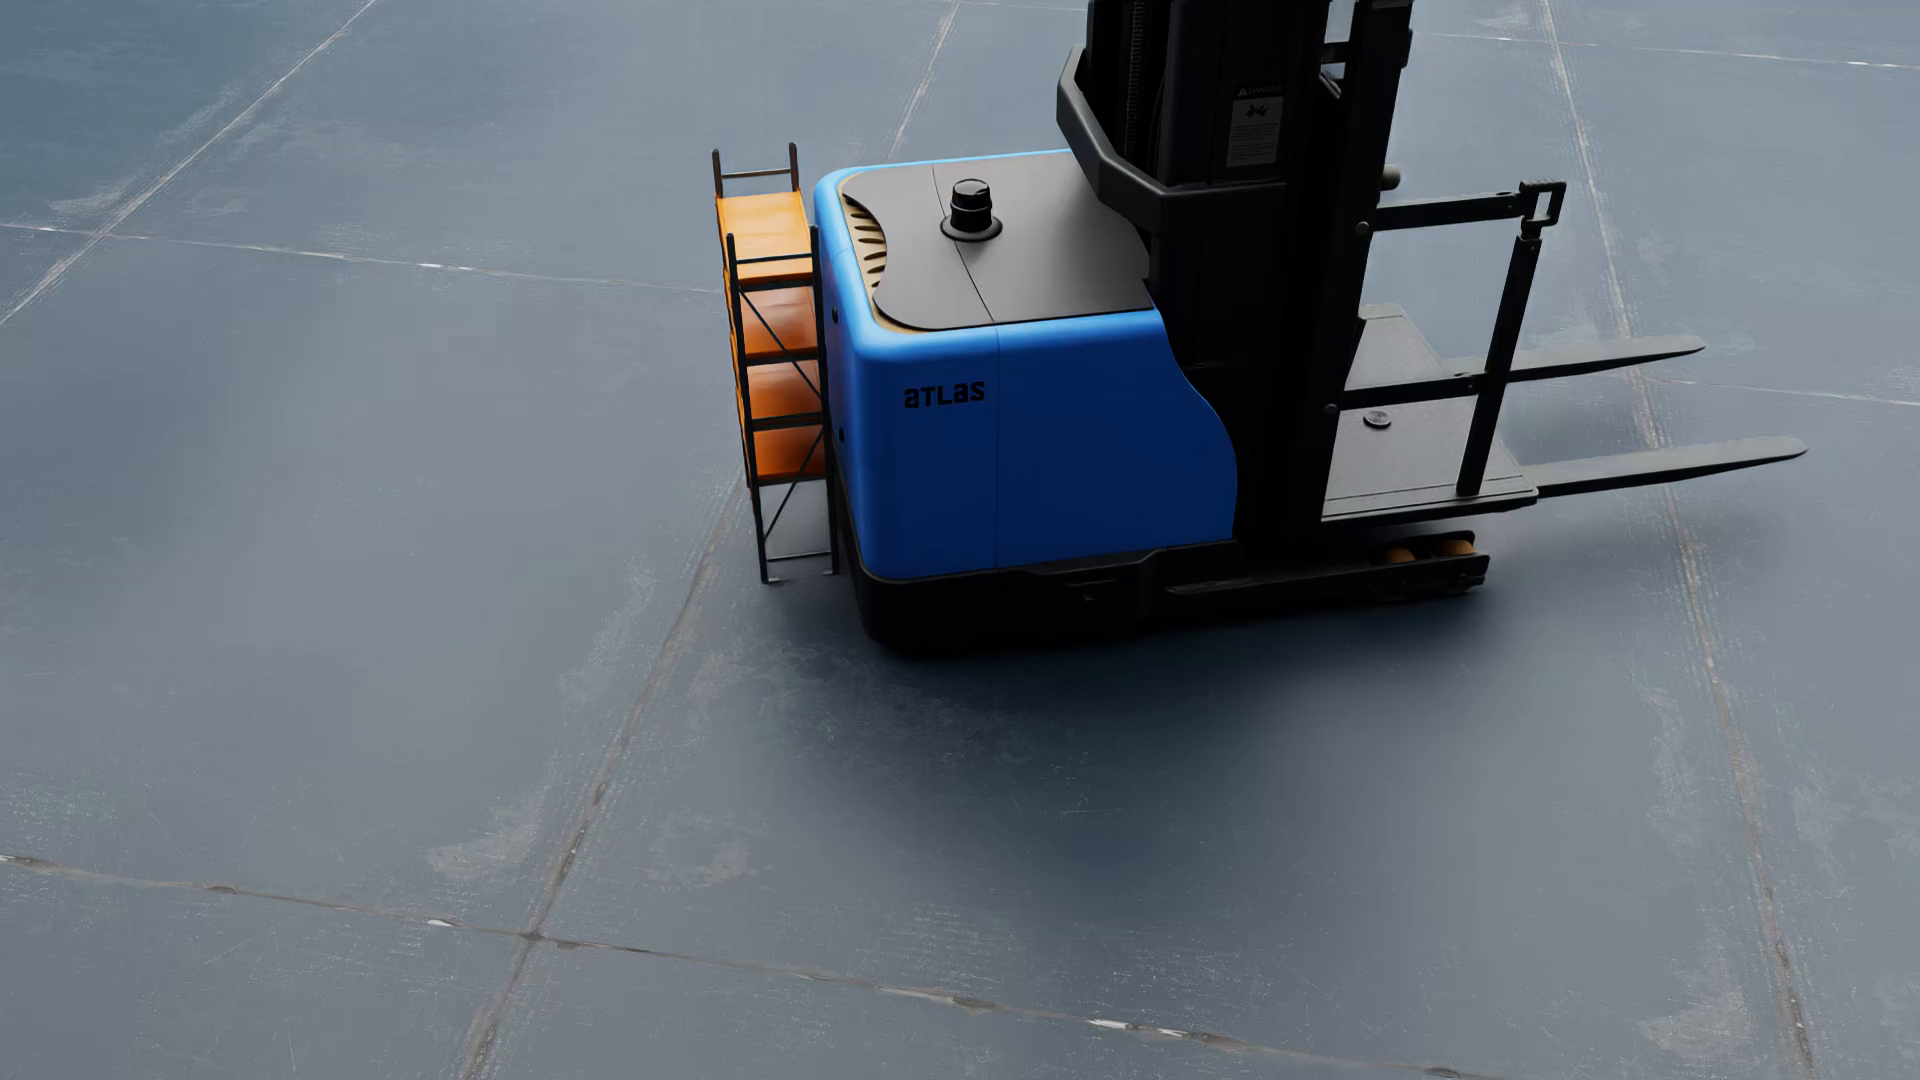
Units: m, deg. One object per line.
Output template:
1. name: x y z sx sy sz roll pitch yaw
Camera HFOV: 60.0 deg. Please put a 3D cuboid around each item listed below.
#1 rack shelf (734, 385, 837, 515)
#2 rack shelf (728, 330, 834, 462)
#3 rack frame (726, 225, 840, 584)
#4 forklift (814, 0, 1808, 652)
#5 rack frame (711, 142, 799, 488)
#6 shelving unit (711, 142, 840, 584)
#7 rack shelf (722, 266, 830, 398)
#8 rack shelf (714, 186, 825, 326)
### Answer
1. rack shelf: -0.536 -0.295 5.081 0.258 0.148 0.480 -7 40 -8
2. rack shelf: -0.537 -0.448 4.955 0.258 0.148 0.480 -7 40 -8
3. rack frame: -0.491 -0.347 4.727 0.240 1.200 0.015 -7 40 -8
4. forklift: 1.127 -1.268 4.483 3.031 2.935 1.130 -7 40 -8
5. rack frame: -0.583 -0.652 5.097 0.240 1.200 0.015 -7 40 -8
6. shelving unit: -0.537 -0.499 4.912 0.258 1.200 0.503 -7 40 -8
7. rack shelf: -0.537 -0.620 4.812 0.258 0.148 0.480 -7 40 -8
8. rack shelf: -0.538 -0.802 4.661 0.258 0.148 0.480 -7 40 -8
